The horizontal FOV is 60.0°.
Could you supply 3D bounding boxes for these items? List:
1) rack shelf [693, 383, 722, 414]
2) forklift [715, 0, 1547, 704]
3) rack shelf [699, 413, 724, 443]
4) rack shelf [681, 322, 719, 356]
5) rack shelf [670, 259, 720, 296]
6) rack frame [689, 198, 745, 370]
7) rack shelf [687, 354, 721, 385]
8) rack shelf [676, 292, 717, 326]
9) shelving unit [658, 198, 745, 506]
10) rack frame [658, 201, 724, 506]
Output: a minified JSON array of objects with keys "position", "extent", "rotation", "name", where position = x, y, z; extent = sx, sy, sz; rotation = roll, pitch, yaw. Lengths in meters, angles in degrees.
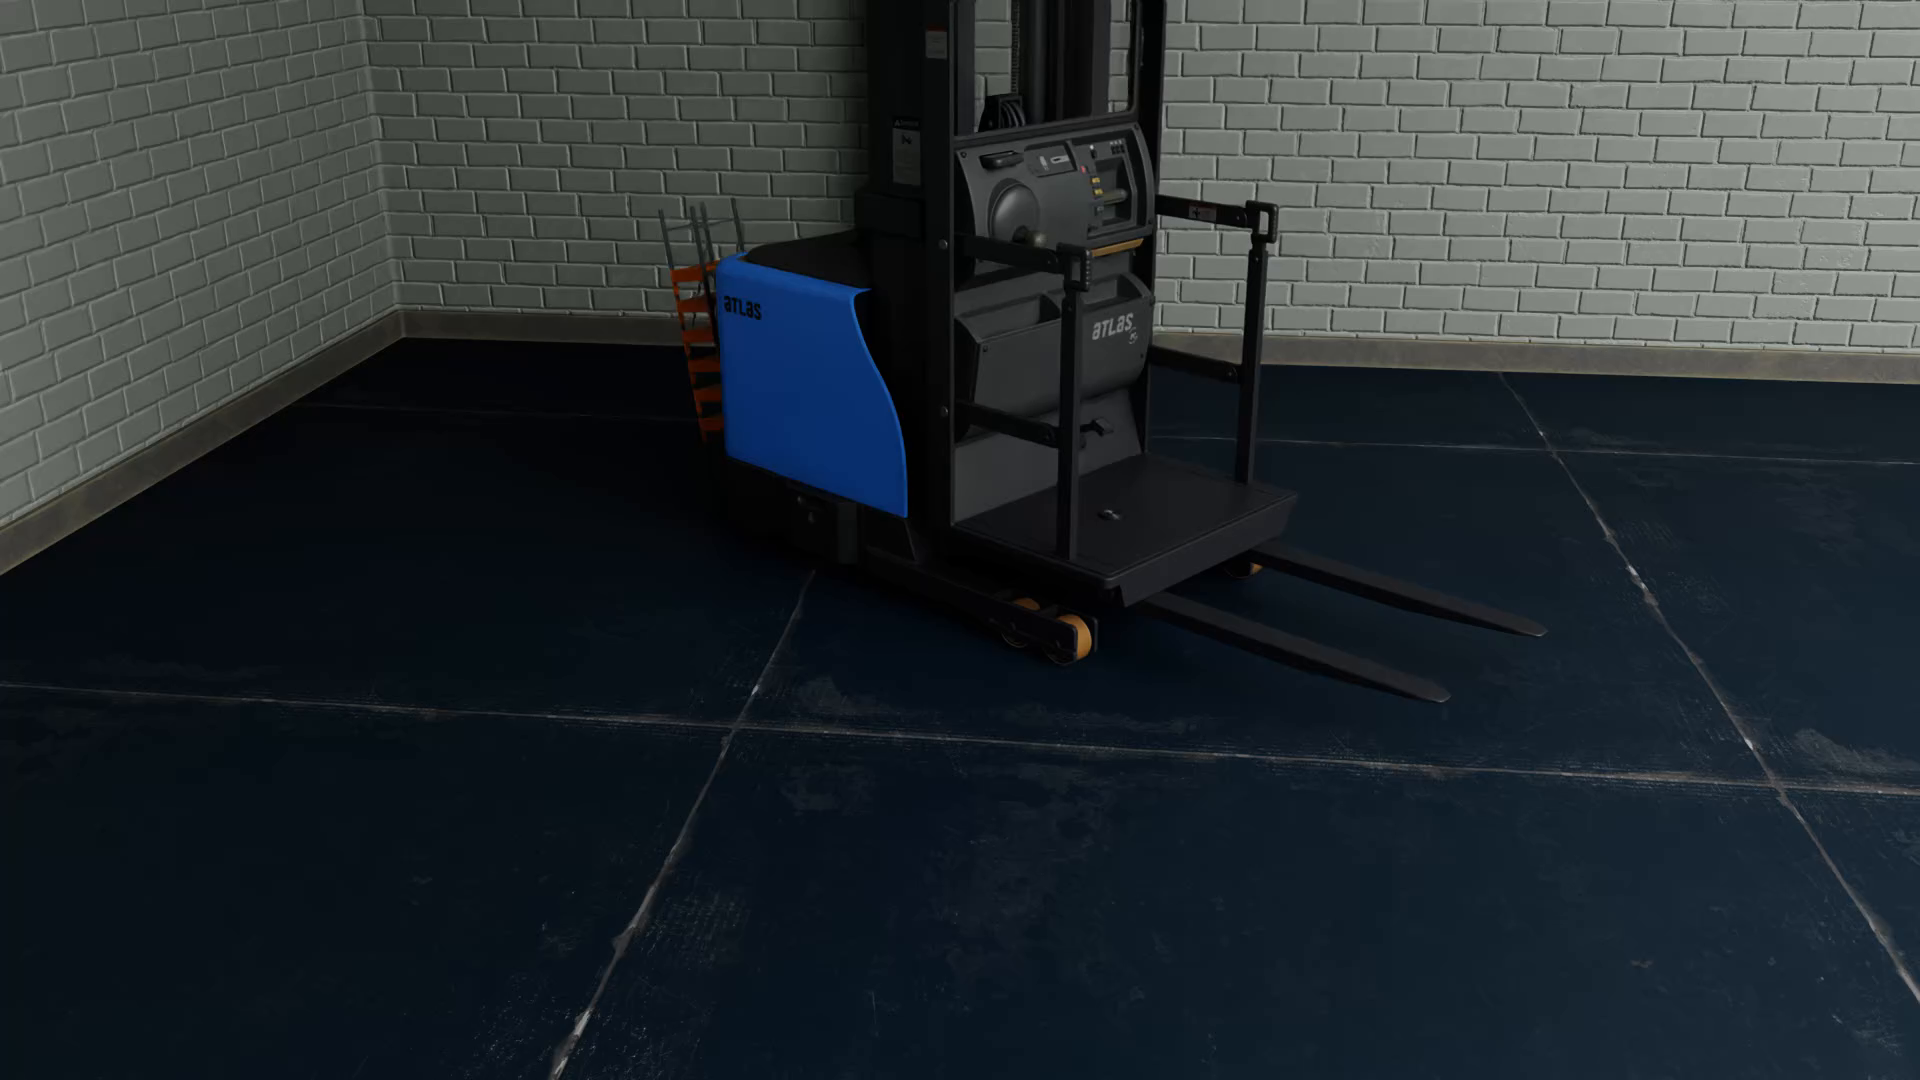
[{"position":[-0.918,-0.587,6.711],"extent":[0.180,0.103,0.258],"rotation":[3,19,39],"name":"rack shelf"},{"position":[0.487,-1.171,5.416],"extent":[3.031,2.935,1.130],"rotation":[19,29,40],"name":"forklift"},{"position":[-0.900,-0.472,6.741],"extent":[0.180,0.103,0.258],"rotation":[3,19,39],"name":"rack shelf"},{"position":[-0.954,-0.816,6.650],"extent":[0.180,0.103,0.258],"rotation":[3,19,39],"name":"rack shelf"},{"position":[-0.989,-1.046,6.590],"extent":[0.180,0.103,0.258],"rotation":[3,19,39],"name":"rack shelf"},{"position":[-0.872,-0.740,6.611],"extent":[0.006,1.200,0.240],"rotation":[3,19,39],"name":"rack frame"},{"position":[-0.936,-0.701,6.681],"extent":[0.180,0.103,0.258],"rotation":[3,19,39],"name":"rack shelf"},{"position":[-0.971,-0.931,6.620],"extent":[0.180,0.103,0.258],"rotation":[3,19,39],"name":"rack shelf"},{"position":[-0.942,-0.744,6.669],"extent":[0.189,1.200,0.258],"rotation":[3,19,39],"name":"shelving unit"},{"position":[-1.013,-0.748,6.727],"extent":[0.006,1.200,0.240],"rotation":[3,19,39],"name":"rack frame"}]
